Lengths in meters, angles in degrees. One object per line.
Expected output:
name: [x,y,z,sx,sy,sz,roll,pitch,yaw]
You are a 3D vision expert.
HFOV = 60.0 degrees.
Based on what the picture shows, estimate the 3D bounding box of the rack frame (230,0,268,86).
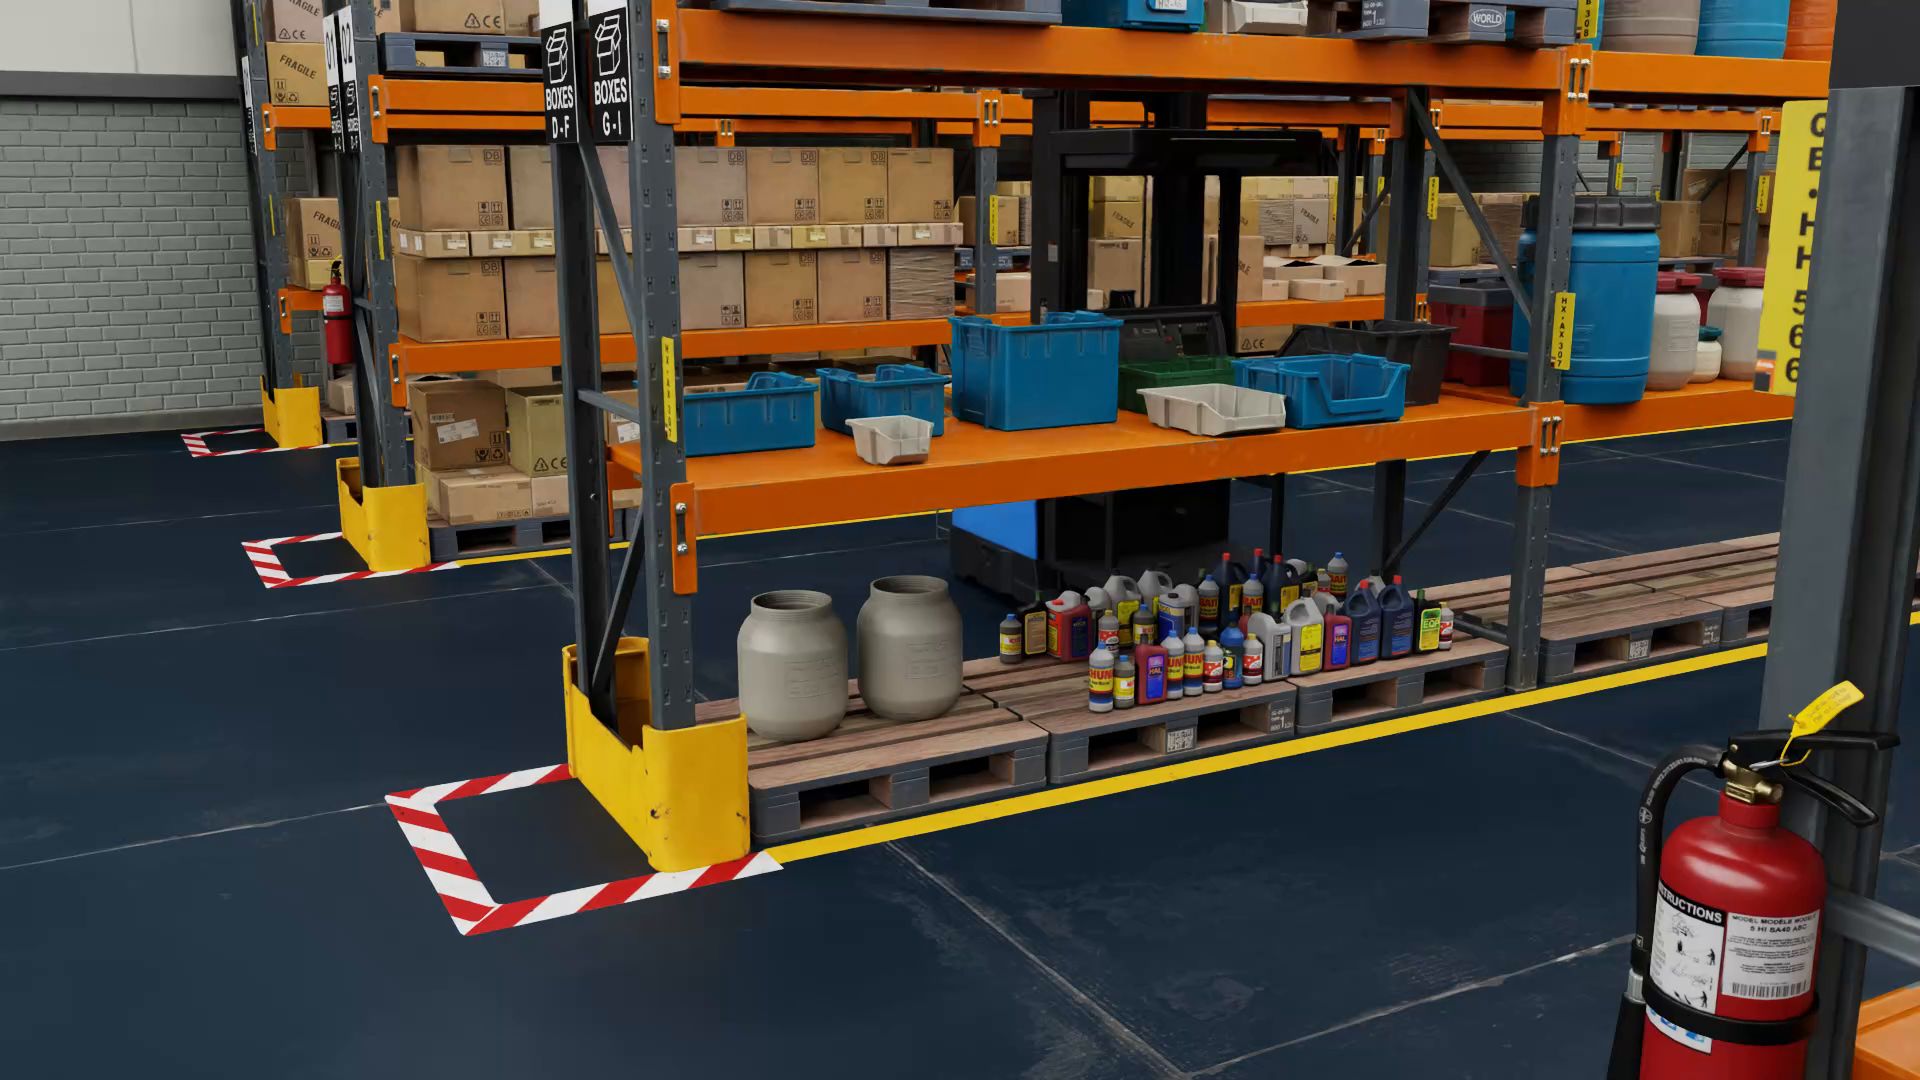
rack frame: [-5.927,-5.284,13.593,0.127,3.000,1.000,-7,14,-28]

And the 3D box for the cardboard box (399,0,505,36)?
cardboard box: [-3.044,-3.250,9.874,0.637,0.503,0.797,-6,14,-24]

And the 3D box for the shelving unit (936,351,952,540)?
shelving unit: [-0.013,-0.584,10.471,0.189,1.200,0.258,-7,14,-28]

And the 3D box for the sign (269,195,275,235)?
sign: [-5.667,-2.675,13.692,0.005,0.325,0.100,-7,14,-28]

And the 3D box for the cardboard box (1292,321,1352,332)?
cardboard box: [4.098,-2.682,19.636,0.750,0.750,0.750,-7,14,-27]

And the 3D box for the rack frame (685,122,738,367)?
rack frame: [-2.416,-2.778,16.122,0.127,3.000,1.000,-7,14,-28]

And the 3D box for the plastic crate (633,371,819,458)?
plastic crate: [-0.884,-0.486,6.275,0.616,0.251,0.499,-7,14,-28]

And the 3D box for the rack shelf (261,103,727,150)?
rack shelf: [-4.171,-3.680,14.936,4.000,0.370,1.077,-7,14,-28]

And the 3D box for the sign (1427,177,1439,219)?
sign: [3.741,-2.703,13.150,0.005,0.325,0.100,-7,14,-28]

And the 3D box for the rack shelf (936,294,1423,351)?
rack shelf: [1.716,-1.683,12.895,4.000,0.370,1.077,-7,14,-28]

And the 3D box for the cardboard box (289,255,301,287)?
cardboard box: [-5.609,-2.380,14.650,0.500,0.250,0.500,-7,14,-27]

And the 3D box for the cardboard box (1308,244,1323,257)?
cardboard box: [3.986,-3.367,19.265,0.250,0.149,0.380,-6,14,-26]

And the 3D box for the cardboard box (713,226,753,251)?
cardboard box: [-1.522,-1.957,10.770,0.250,0.149,0.380,-6,14,-26]

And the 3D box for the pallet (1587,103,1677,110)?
pallet: [5.468,-3.872,14.580,1.003,0.211,1.213,-7,14,-28]

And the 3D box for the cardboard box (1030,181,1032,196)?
cardboard box: [0.807,-3.737,17.674,0.250,0.149,0.380,-9,16,-35]

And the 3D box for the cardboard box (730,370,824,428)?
cardboard box: [-1.223,-0.858,11.190,0.500,0.500,0.500,-7,14,-28]

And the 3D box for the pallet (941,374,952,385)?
pallet: [-0.661,-1.629,17.367,1.213,0.211,1.003,-7,14,-28]

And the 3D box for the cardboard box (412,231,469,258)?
cardboard box: [-3.102,-1.768,9.928,0.250,0.149,0.380,-7,14,-28]

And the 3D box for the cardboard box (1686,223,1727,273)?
cardboard box: [7.299,-2.816,16.063,0.500,0.500,0.500,-7,14,-27]

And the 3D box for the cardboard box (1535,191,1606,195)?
cardboard box: [7.674,-4.131,21.451,0.700,0.700,0.980,-6,14,-25]

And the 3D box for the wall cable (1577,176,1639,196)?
wall cable: [8.788,-4.853,23.028,1.851,1.984,0.084,-7,14,-28]

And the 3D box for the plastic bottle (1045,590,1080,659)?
plastic bottle: [0.456,0.367,7.347,0.135,0.276,0.152,-7,14,-27]

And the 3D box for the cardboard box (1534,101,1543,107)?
cardboard box: [4.743,-3.918,14.125,0.500,0.500,0.910,-7,14,-28]

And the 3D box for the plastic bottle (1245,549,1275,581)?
plastic bottle: [1.424,0.214,7.858,0.185,0.351,0.144,-6,14,-26]

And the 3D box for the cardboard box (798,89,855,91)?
cardboard box: [-1.357,-4.510,16.231,0.500,0.311,0.500,-6,14,-26]

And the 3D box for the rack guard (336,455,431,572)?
rack guard: [-3.571,-0.181,10.275,0.348,0.500,1.175,-7,14,-28]

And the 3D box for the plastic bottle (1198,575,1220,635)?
plastic bottle: [1.147,0.295,7.678,0.097,0.271,0.097,0,13,0]

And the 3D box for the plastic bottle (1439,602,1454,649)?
plastic bottle: [2.162,0.380,7.460,0.097,0.201,0.097,0,13,0]

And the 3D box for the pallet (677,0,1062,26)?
pallet: [-0.407,-1.887,5.762,1.213,0.211,1.003,-7,14,-28]

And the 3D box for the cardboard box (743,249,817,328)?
cardboard box: [-1.328,-1.716,11.174,0.500,0.500,0.700,-7,14,-27]

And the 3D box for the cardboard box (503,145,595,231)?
cardboard box: [-2.629,-2.193,10.341,0.500,0.500,0.700,-7,15,-29]

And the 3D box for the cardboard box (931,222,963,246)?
cardboard box: [-0.175,-2.119,11.489,0.250,0.149,0.380,-7,14,-28]

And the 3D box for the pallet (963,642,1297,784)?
pallet: [0.649,0.683,7.092,1.213,0.211,1.003,-7,14,-28]

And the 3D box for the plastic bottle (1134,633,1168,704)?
plastic bottle: [0.768,0.512,6.689,0.133,0.283,0.061,-7,14,-27]

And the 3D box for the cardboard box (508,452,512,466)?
cardboard box: [-2.788,-0.435,11.015,0.500,0.250,0.500,-7,14,-28]

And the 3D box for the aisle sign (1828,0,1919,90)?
aisle sign: [0.995,-0.813,1.469,0.004,0.787,0.394,-7,14,-28]

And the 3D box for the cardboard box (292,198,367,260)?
cardboard box: [-5.364,-2.652,14.149,0.500,0.500,0.500,-7,14,-28]

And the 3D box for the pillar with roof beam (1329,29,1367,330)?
pillar with roof beam: [6.869,-5.957,16.584,0.400,9.000,9.100,-7,14,-28]

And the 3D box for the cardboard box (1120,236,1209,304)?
cardboard box: [1.545,-2.058,12.696,0.500,0.500,0.500,-7,14,-28]

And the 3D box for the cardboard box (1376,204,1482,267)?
cardboard box: [3.971,-2.586,14.085,0.700,0.500,0.500,11,17,41]

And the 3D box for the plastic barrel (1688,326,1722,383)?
plastic barrel: [3.566,-0.911,8.140,0.301,0.262,0.301,0,13,0]

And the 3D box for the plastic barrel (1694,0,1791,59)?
plastic barrel: [3.822,-2.810,8.289,0.708,0.901,0.600,-7,14,-28]

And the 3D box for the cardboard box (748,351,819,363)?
cardboard box: [-1.778,-1.854,16.706,0.500,0.500,0.700,-6,14,-26]

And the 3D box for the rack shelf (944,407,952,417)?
rack shelf: [-0.013,-0.775,10.428,0.180,0.103,0.258,-7,14,-28]

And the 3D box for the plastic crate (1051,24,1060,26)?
plastic crate: [0.350,-2.162,6.590,0.575,0.384,0.392,-7,14,-28]

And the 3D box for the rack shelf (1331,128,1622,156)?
rack shelf: [6.361,-4.943,20.546,4.000,0.370,1.077,-7,14,-28]

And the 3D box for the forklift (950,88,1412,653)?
forklift: [1.056,-0.984,8.305,1.130,2.935,3.031,-6,14,-26]

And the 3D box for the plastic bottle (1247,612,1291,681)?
plastic bottle: [1.307,0.439,7.028,0.135,0.276,0.152,-7,14,-27]

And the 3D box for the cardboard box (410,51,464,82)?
cardboard box: [-4.571,-3.971,14.318,0.500,0.500,0.500,-6,14,-25]

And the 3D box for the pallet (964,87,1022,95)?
pallet: [0.729,-3.289,11.996,1.217,0.209,0.805,-8,15,-30]

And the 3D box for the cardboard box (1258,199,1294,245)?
cardboard box: [3.434,-3.619,18.909,0.500,0.500,0.500,-7,14,-28]

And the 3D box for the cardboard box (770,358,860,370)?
cardboard box: [-1.031,-1.011,11.866,0.500,0.500,0.500,-7,14,-28]
